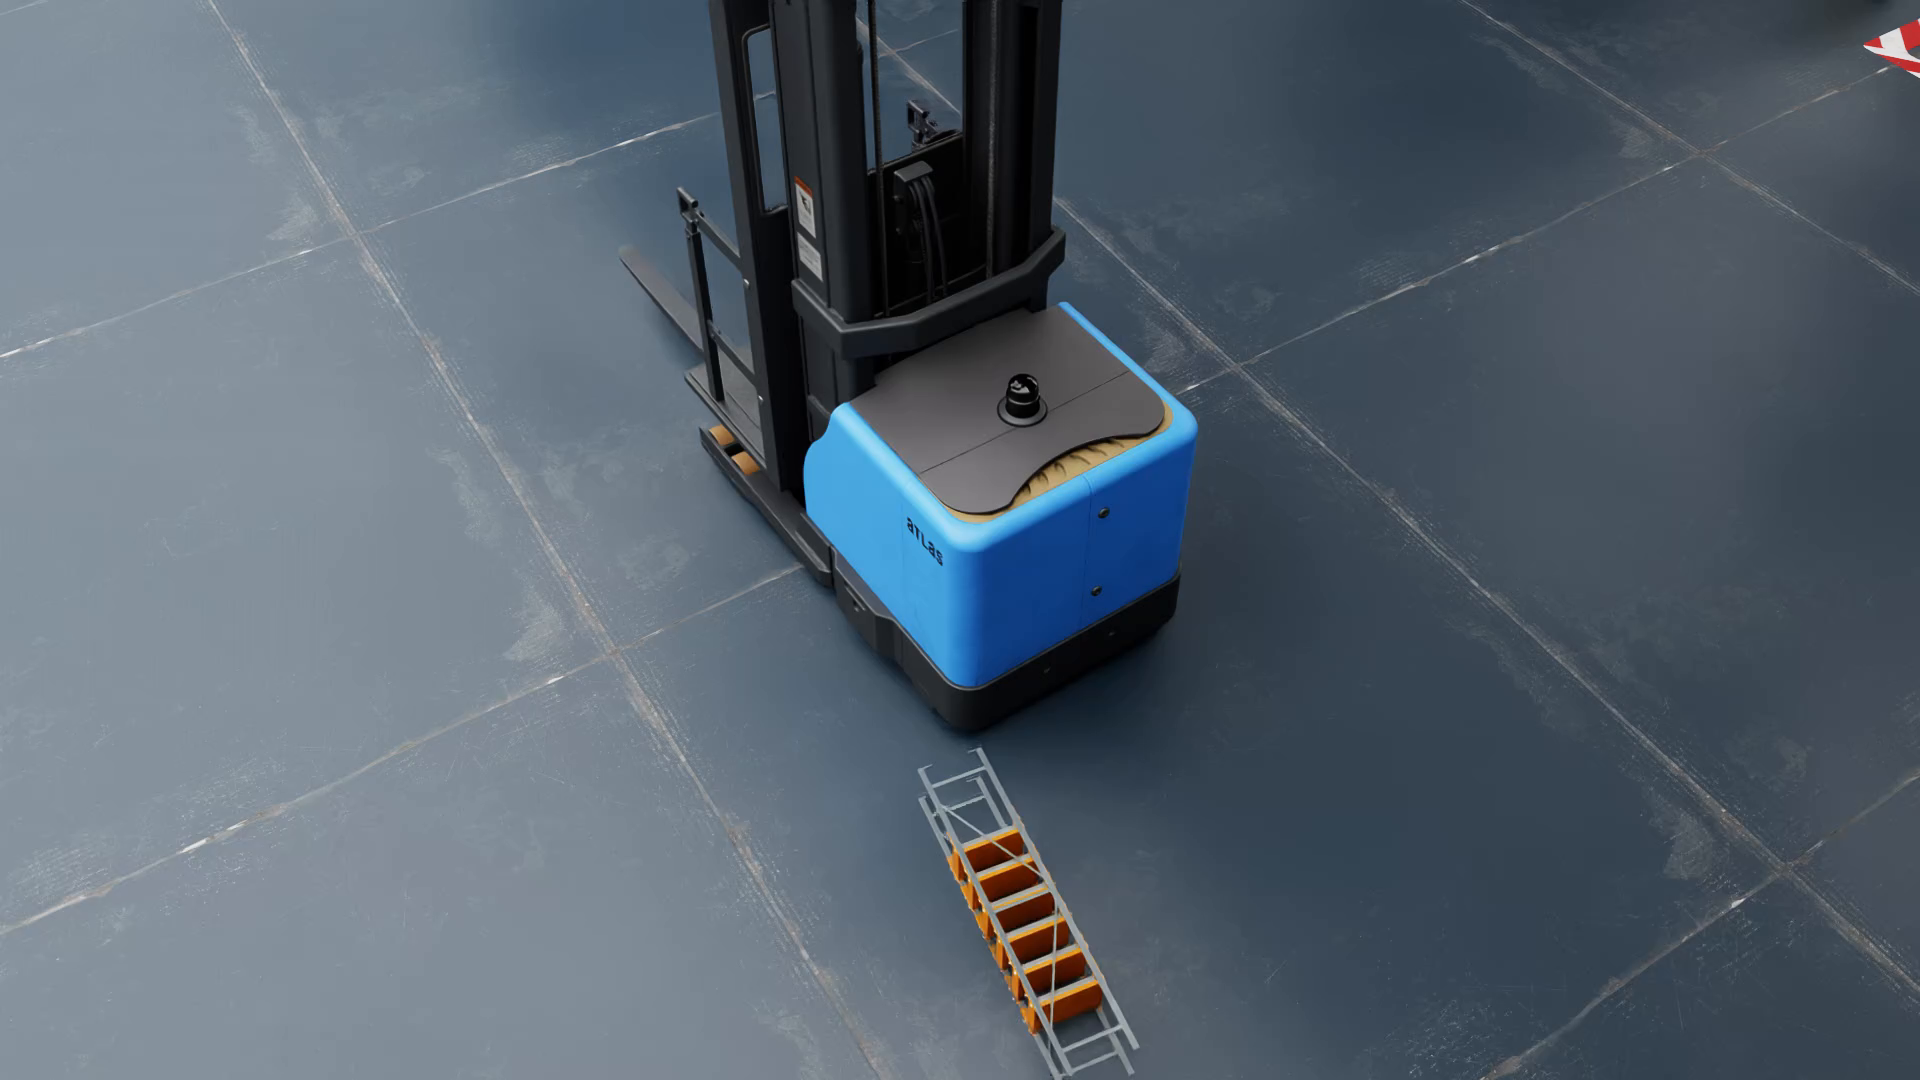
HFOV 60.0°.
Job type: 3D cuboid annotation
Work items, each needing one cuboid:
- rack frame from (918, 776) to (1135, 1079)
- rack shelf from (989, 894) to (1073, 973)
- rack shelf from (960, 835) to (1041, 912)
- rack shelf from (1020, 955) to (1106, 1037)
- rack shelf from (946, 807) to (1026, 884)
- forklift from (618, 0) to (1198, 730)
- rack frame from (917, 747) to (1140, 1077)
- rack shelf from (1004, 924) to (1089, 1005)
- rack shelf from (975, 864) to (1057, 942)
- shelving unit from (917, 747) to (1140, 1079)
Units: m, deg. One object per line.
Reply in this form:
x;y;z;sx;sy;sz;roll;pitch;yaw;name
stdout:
0.200;1.291;5.538;0.240;0.006;1.200;-18;51;-15;rack frame
0.230;1.282;5.424;0.258;0.180;0.103;-18;51;-15;rack shelf
0.135;1.118;5.570;0.258;0.180;0.103;-18;51;-15;rack shelf
0.325;1.447;5.277;0.258;0.180;0.103;-18;51;-15;rack shelf
0.088;1.035;5.643;0.258;0.180;0.103;-18;51;-15;rack shelf
-0.425;-1.364;5.947;1.130;2.935;3.031;-27;54;-22;forklift
0.200;1.170;5.401;0.240;0.006;1.200;-18;51;-15;rack frame
0.277;1.365;5.350;0.258;0.180;0.103;-18;51;-15;rack shelf
0.182;1.200;5.497;0.258;0.180;0.103;-18;51;-15;rack shelf
0.200;1.230;5.470;0.258;0.189;1.200;-18;51;-15;shelving unit
